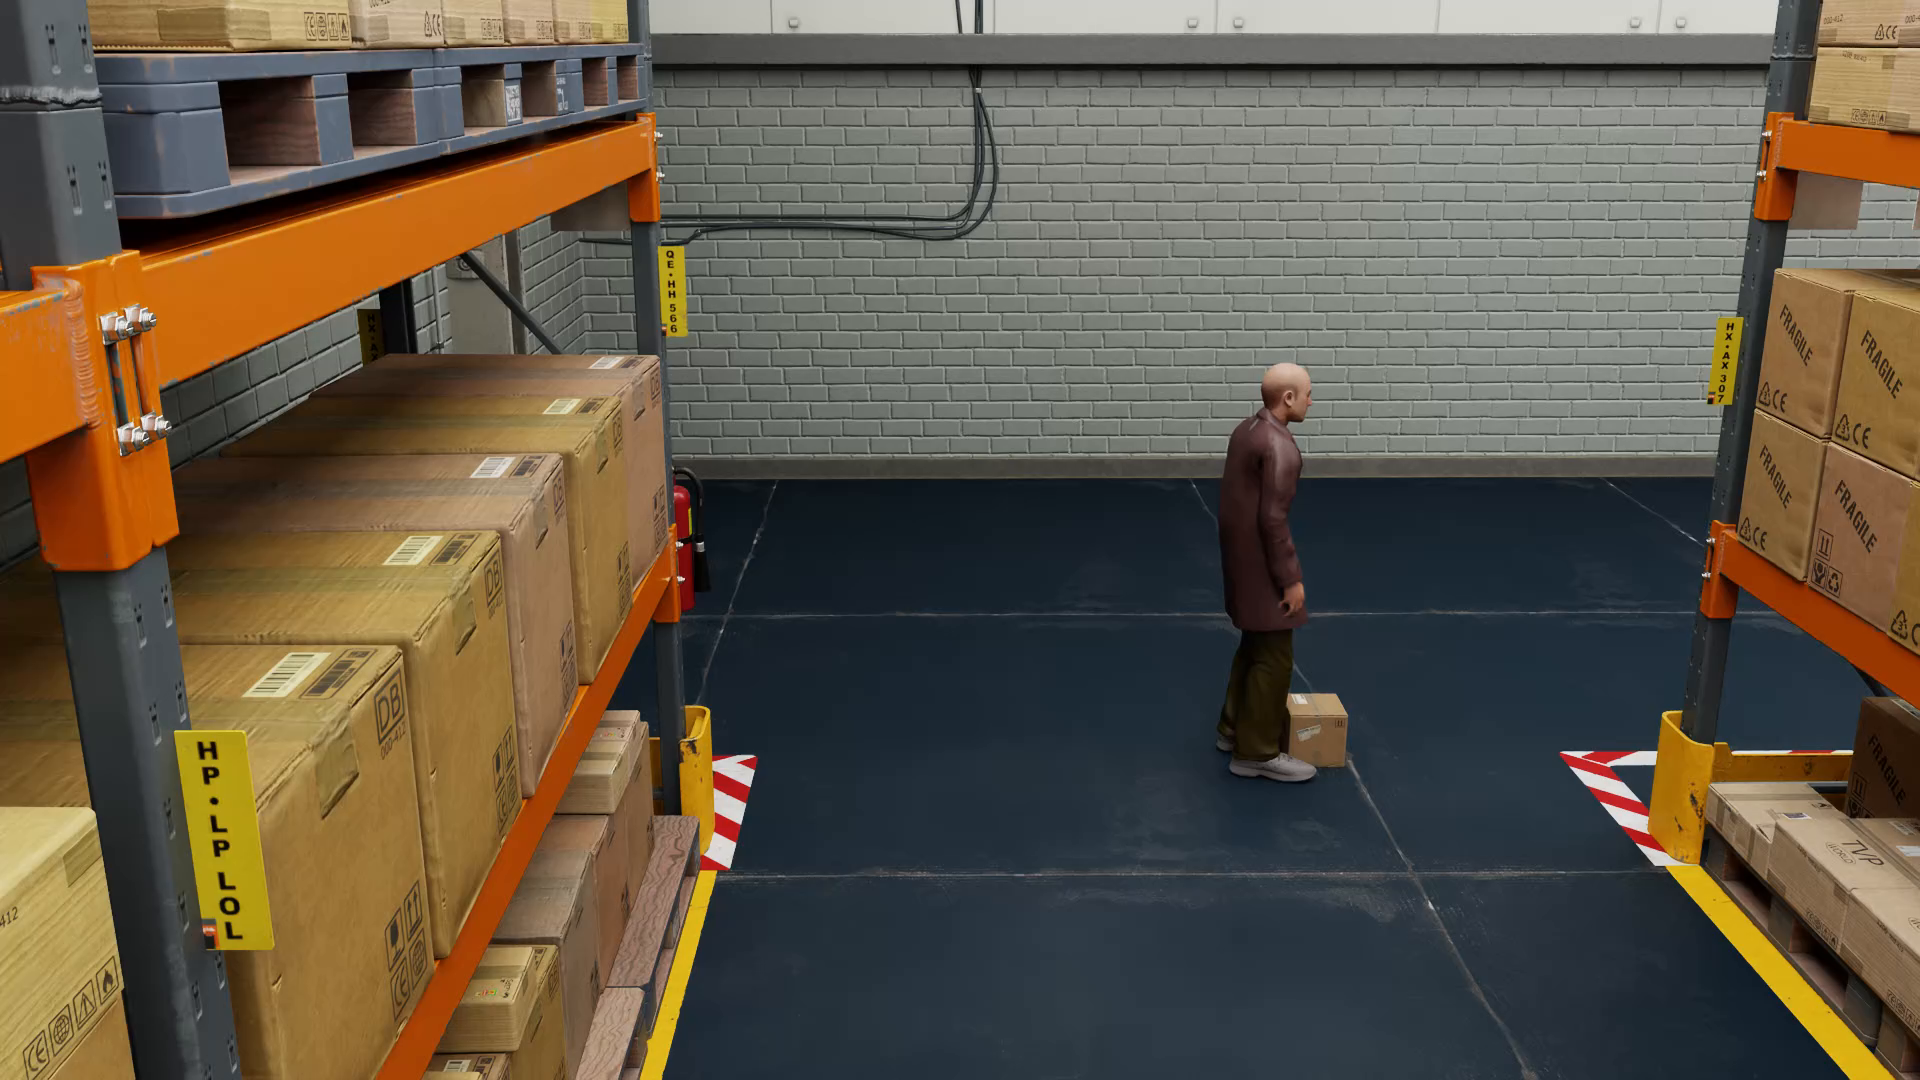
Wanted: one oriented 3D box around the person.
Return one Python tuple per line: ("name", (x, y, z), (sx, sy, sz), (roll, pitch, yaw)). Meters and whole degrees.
("person", (1.324, 0.116, 7.185), (0.419, 1.775, 0.655), (-1, 17, -3))
